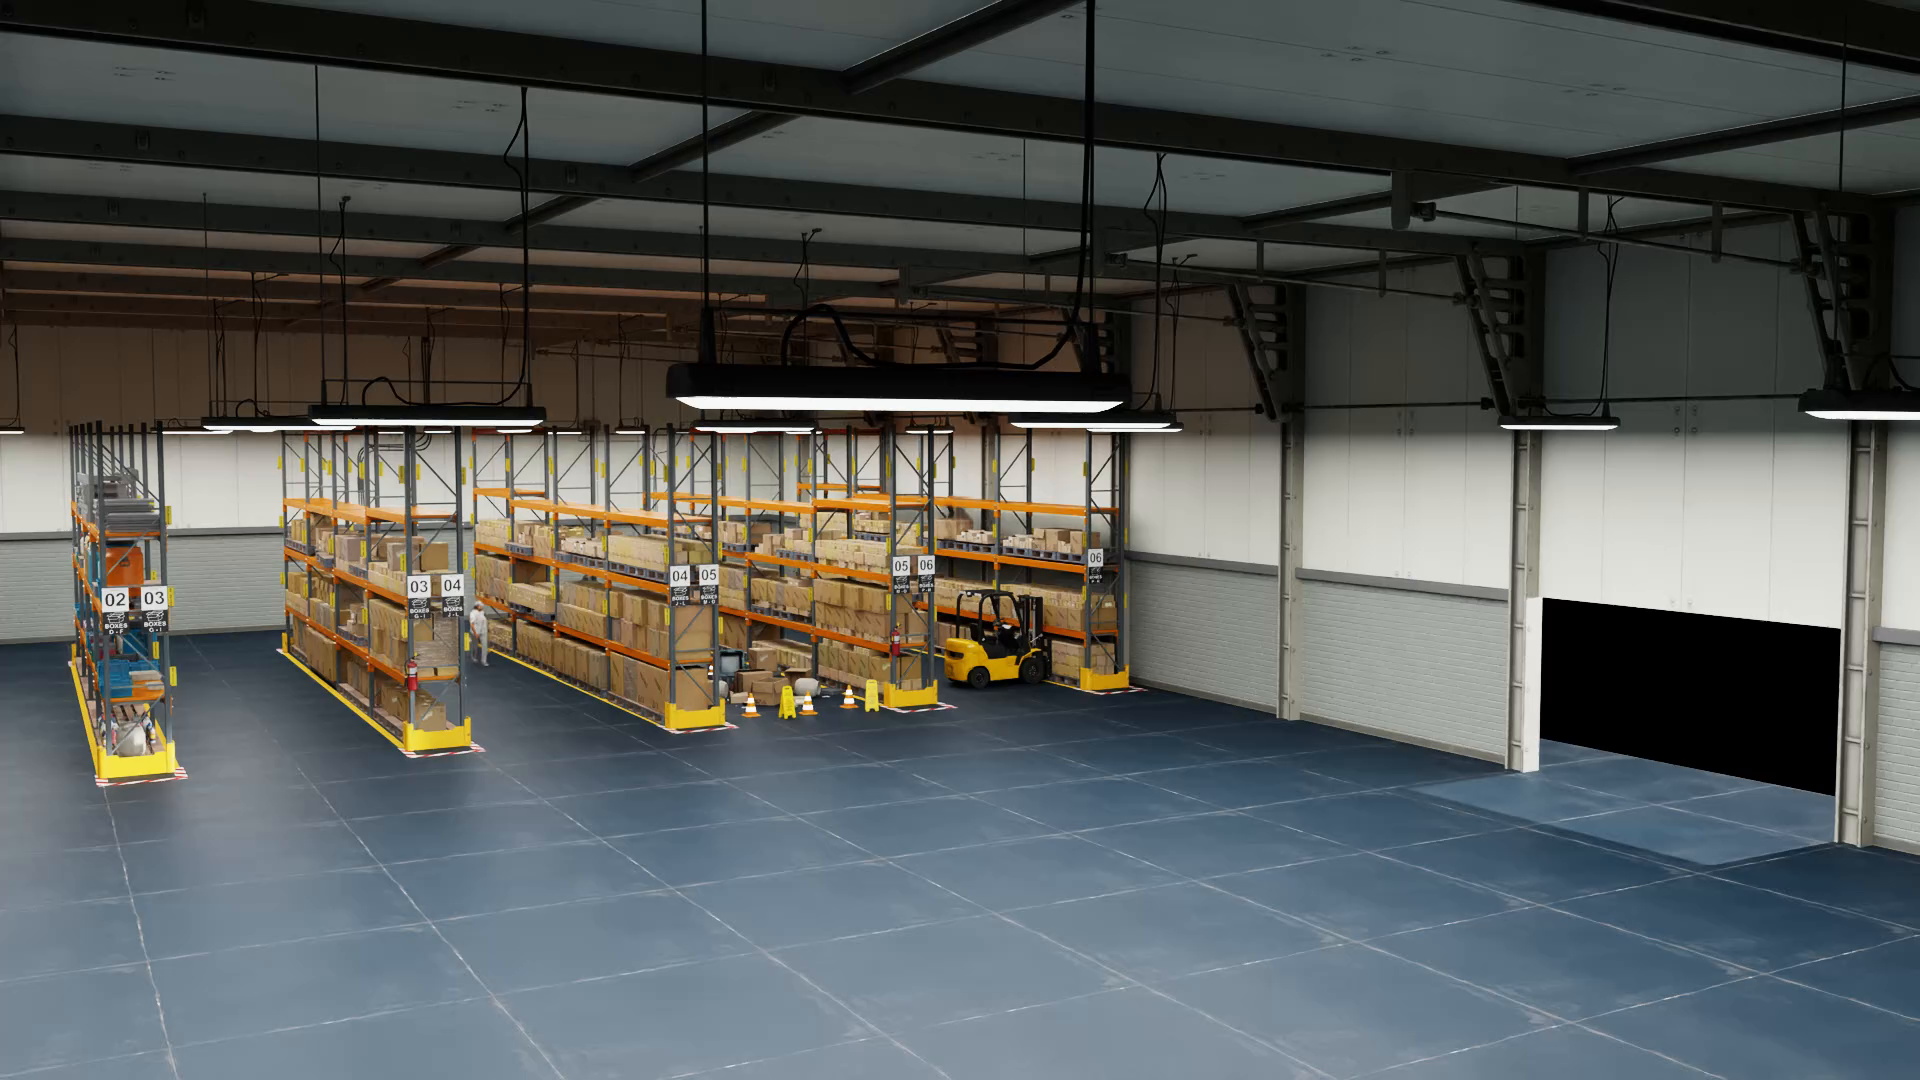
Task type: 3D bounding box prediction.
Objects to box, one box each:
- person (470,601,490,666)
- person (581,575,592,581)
[{"bbox_3d":[-12.058,2.336,41.726,0.486,1.623,0.901,-2,4,-23],"label":"person"},{"bbox_3d":[-11.378,1.743,51.175,0.589,1.715,0.551,-1,4,-18],"label":"person"}]
